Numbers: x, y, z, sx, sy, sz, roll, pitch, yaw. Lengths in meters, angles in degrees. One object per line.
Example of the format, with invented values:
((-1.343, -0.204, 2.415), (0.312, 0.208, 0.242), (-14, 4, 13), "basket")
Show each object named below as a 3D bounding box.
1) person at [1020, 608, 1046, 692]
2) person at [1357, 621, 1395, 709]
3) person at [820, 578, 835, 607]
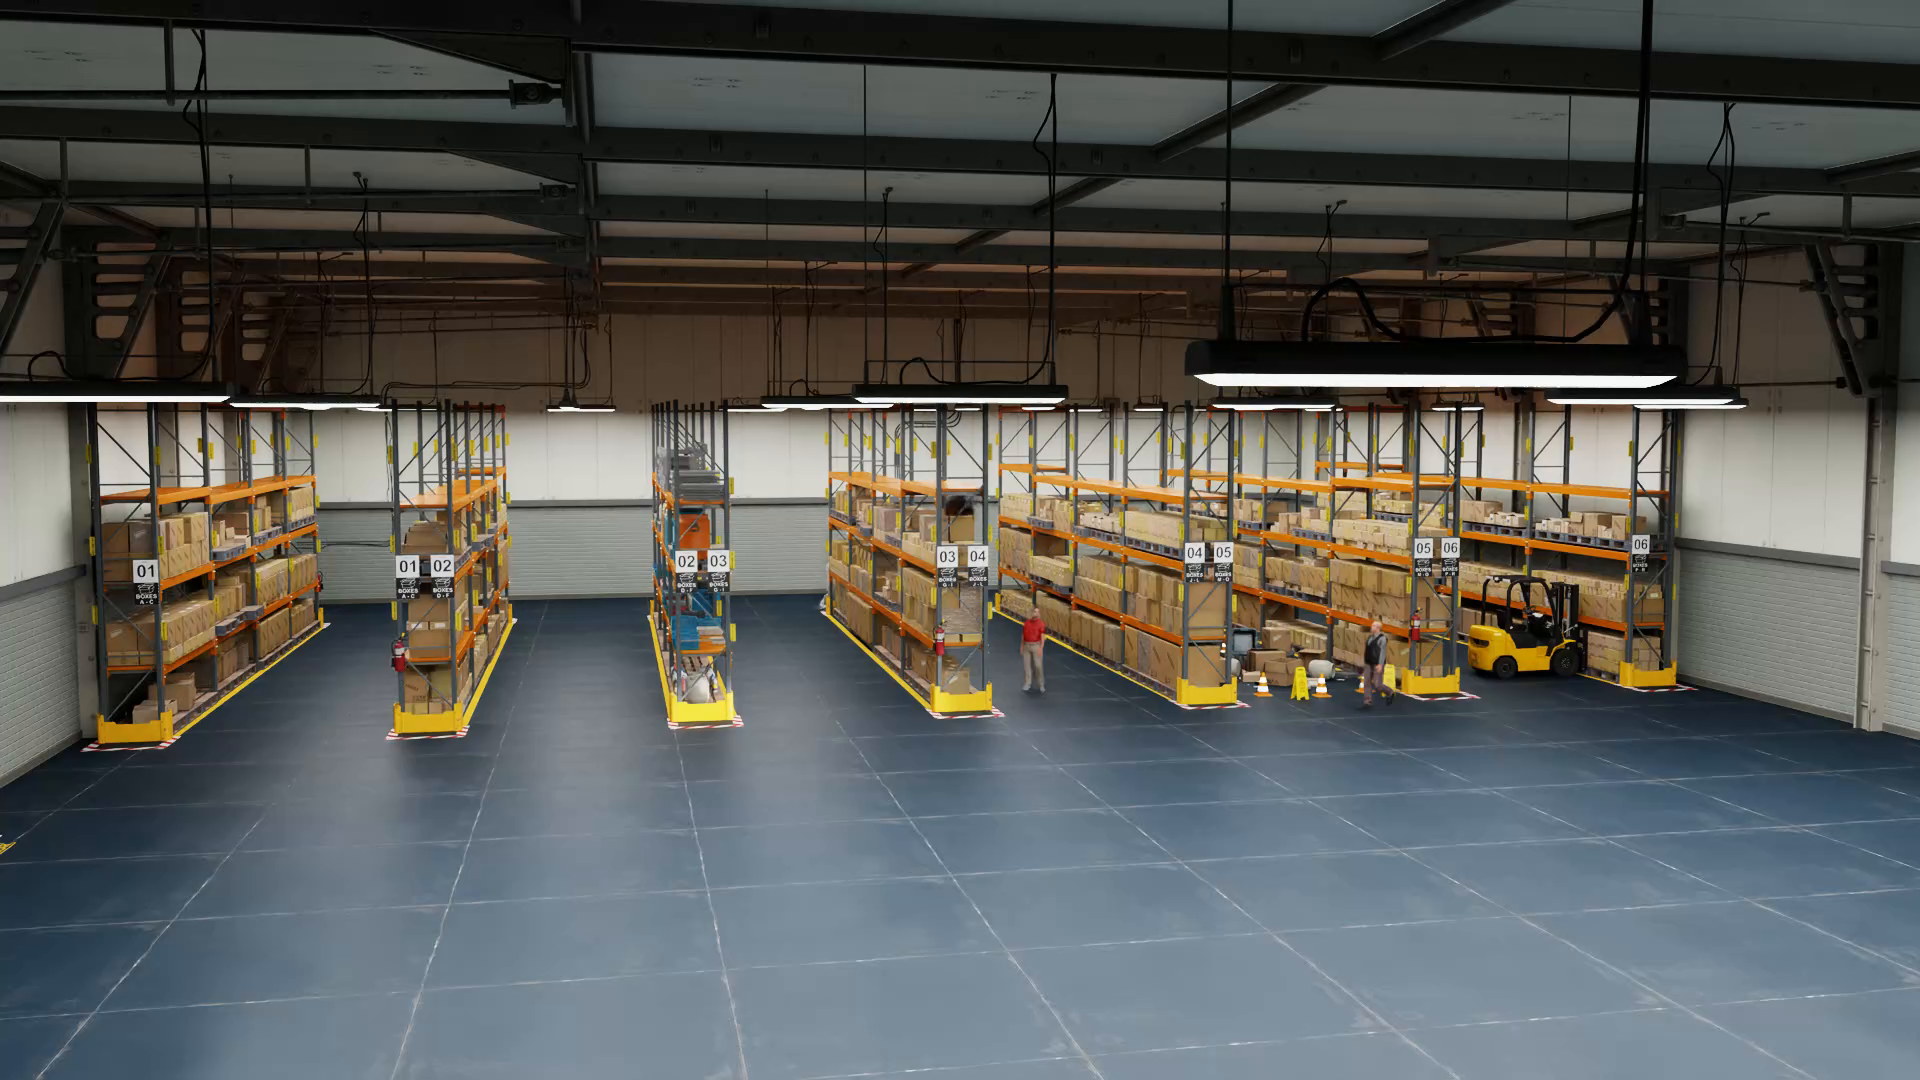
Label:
((1.530, 2.292, 34.545), (0.590, 1.754, 0.435), (2, 5, 21), "person")
((8.087, 2.427, 32.308), (0.732, 1.713, 0.531), (-3, 5, -31), "person")
((-3.596, 1.216, 48.878), (1.072, 1.609, 0.520), (0, 4, 5), "person")
